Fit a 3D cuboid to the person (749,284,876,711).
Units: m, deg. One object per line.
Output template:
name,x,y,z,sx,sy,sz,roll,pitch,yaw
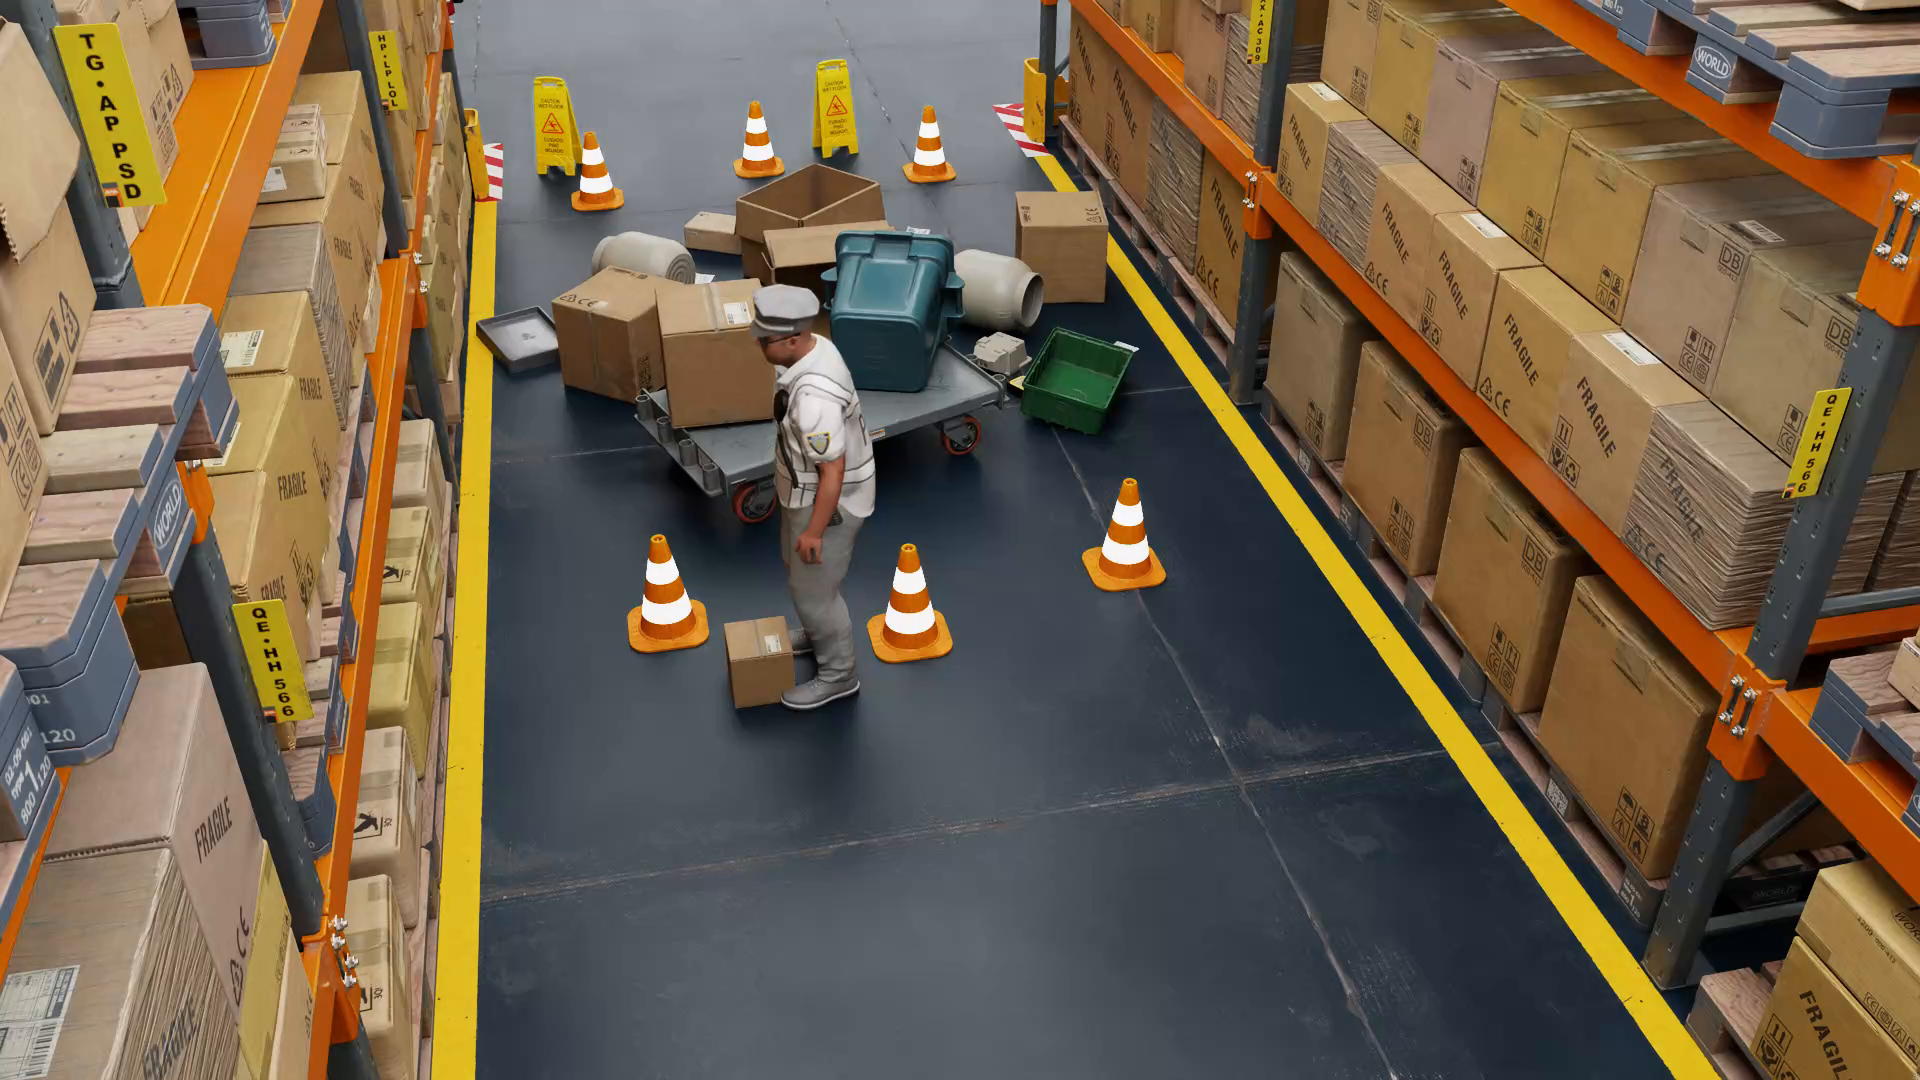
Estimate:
person,-0.549,-0.167,6.381,0.436,1.748,0.587,-7,35,-10
